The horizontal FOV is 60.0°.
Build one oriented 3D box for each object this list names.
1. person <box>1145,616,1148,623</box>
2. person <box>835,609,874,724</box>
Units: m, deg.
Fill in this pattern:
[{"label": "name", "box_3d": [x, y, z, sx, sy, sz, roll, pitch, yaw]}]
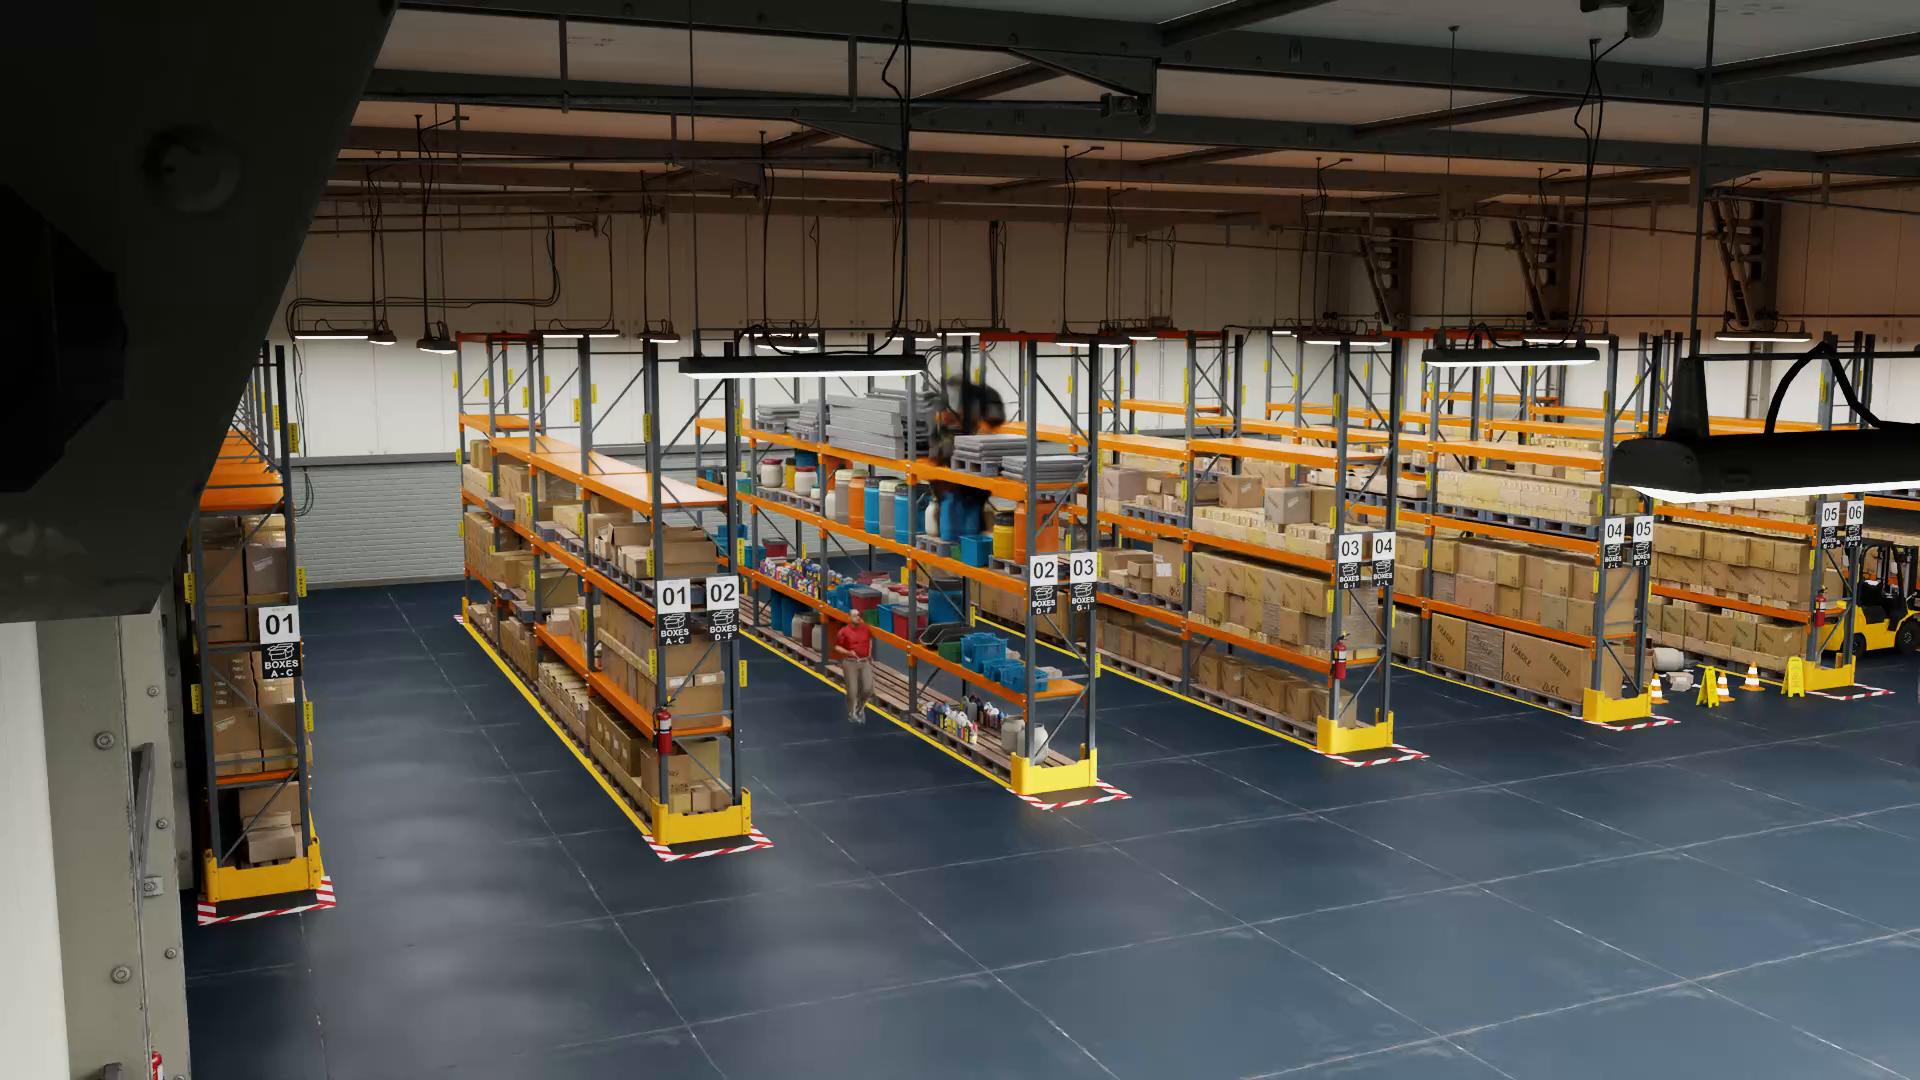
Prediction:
[{"label": "person", "box_3d": [3.770, 1.040, 33.402, 0.506, 1.586, 0.656, -6, 9, -36]}, {"label": "person", "box_3d": [-1.503, 1.905, 24.691, 0.650, 1.762, 0.602, -4, 9, -27]}]
